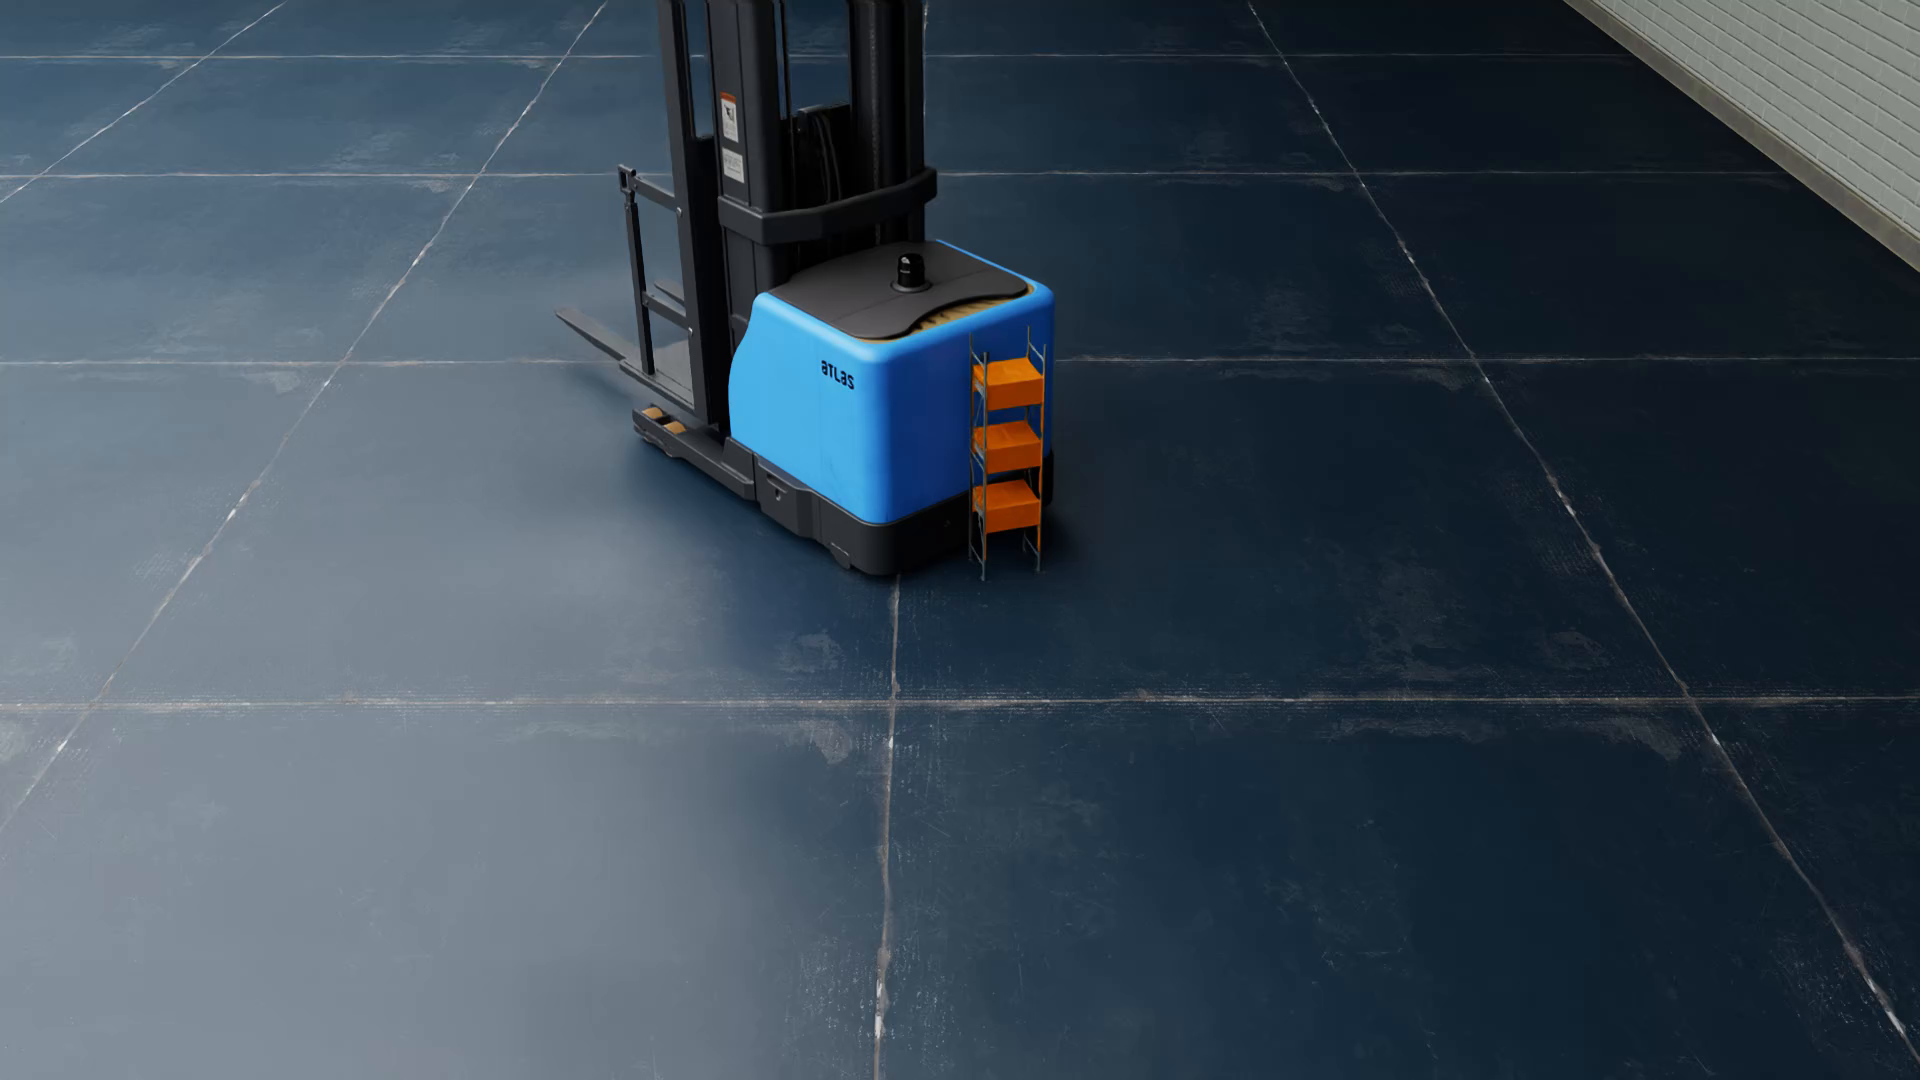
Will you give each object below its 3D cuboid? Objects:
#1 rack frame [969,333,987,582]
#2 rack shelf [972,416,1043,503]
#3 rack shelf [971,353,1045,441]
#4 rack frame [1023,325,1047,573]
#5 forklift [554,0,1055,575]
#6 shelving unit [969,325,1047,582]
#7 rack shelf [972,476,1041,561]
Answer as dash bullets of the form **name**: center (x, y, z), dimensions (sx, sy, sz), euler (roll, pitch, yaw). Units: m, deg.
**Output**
- **rack frame**: center (0.072, -0.322, 6.768), dimensions (0.008, 1.050, 0.200), euler (-9, 33, -15)
- **rack shelf**: center (0.188, -0.332, 6.805), dimensions (0.240, 0.259, 0.215), euler (-9, 33, -15)
- **rack shelf**: center (0.188, -0.574, 6.657), dimensions (0.240, 0.259, 0.215), euler (-9, 33, -15)
- **rack frame**: center (0.304, -0.360, 6.830), dimensions (0.008, 1.050, 0.200), euler (-9, 33, -15)
- **forklift**: center (-0.922, -1.798, 7.387), dimensions (1.130, 2.935, 3.031), euler (-24, 39, -34)
- **shelving unit**: center (0.188, -0.341, 6.799), dimensions (0.252, 1.050, 0.215), euler (-9, 33, -15)
- **rack shelf**: center (0.188, -0.094, 6.949), dimensions (0.240, 0.259, 0.215), euler (-9, 33, -15)
